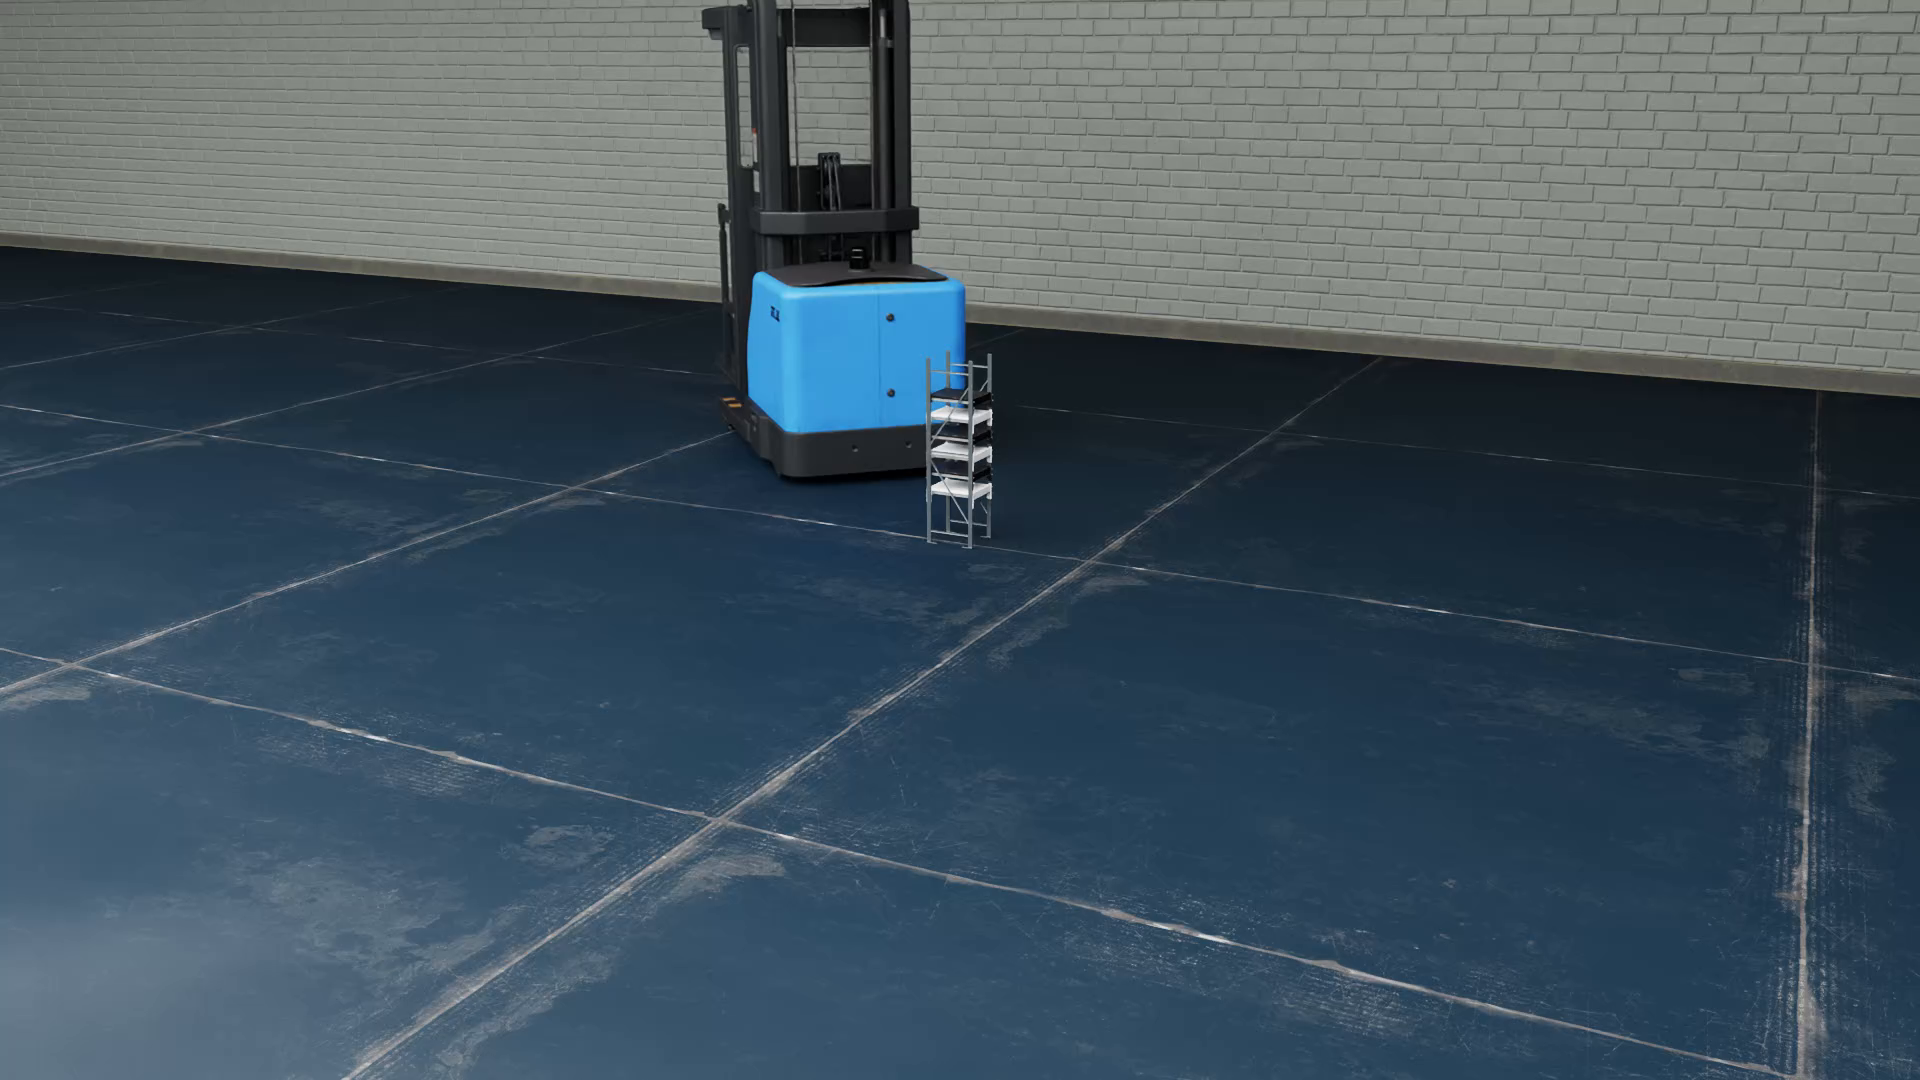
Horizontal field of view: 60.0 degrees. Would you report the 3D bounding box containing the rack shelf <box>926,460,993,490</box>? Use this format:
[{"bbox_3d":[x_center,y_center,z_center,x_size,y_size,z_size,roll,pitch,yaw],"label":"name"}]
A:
[{"bbox_3d":[-0.004,-0.311,7.924,0.258,0.077,0.200,8,18,25],"label":"rack shelf"}]

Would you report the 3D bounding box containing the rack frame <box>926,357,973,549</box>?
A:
[{"bbox_3d":[-0.049,-0.403,7.802,0.240,0.900,0.006,8,18,25],"label":"rack frame"}]

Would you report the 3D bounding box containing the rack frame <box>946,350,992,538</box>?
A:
[{"bbox_3d":[0.042,-0.455,7.976,0.240,0.900,0.006,8,18,25],"label":"rack frame"}]

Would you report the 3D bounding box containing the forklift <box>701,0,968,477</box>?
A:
[{"bbox_3d":[-0.899,-2.119,10.011,1.130,2.935,3.031,-5,17,-17],"label":"forklift"}]

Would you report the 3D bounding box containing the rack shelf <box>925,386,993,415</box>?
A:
[{"bbox_3d":[-0.004,-0.656,7.822,0.258,0.077,0.200,8,18,25],"label":"rack shelf"}]

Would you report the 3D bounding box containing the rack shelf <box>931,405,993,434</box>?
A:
[{"bbox_3d":[-0.004,-0.570,7.848,0.258,0.077,0.200,8,18,25],"label":"rack shelf"}]

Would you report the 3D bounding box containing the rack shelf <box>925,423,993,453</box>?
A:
[{"bbox_3d":[-0.004,-0.484,7.873,0.258,0.077,0.200,8,18,25],"label":"rack shelf"}]

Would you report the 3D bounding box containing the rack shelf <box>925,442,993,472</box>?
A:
[{"bbox_3d":[-0.004,-0.397,7.899,0.258,0.077,0.200,8,18,25],"label":"rack shelf"}]

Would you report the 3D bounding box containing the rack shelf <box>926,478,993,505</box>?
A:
[{"bbox_3d":[-0.004,-0.225,7.950,0.258,0.077,0.200,8,18,25],"label":"rack shelf"}]

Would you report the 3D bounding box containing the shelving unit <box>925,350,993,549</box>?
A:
[{"bbox_3d":[-0.004,-0.429,7.889,0.258,0.900,0.210,8,18,25],"label":"shelving unit"}]
